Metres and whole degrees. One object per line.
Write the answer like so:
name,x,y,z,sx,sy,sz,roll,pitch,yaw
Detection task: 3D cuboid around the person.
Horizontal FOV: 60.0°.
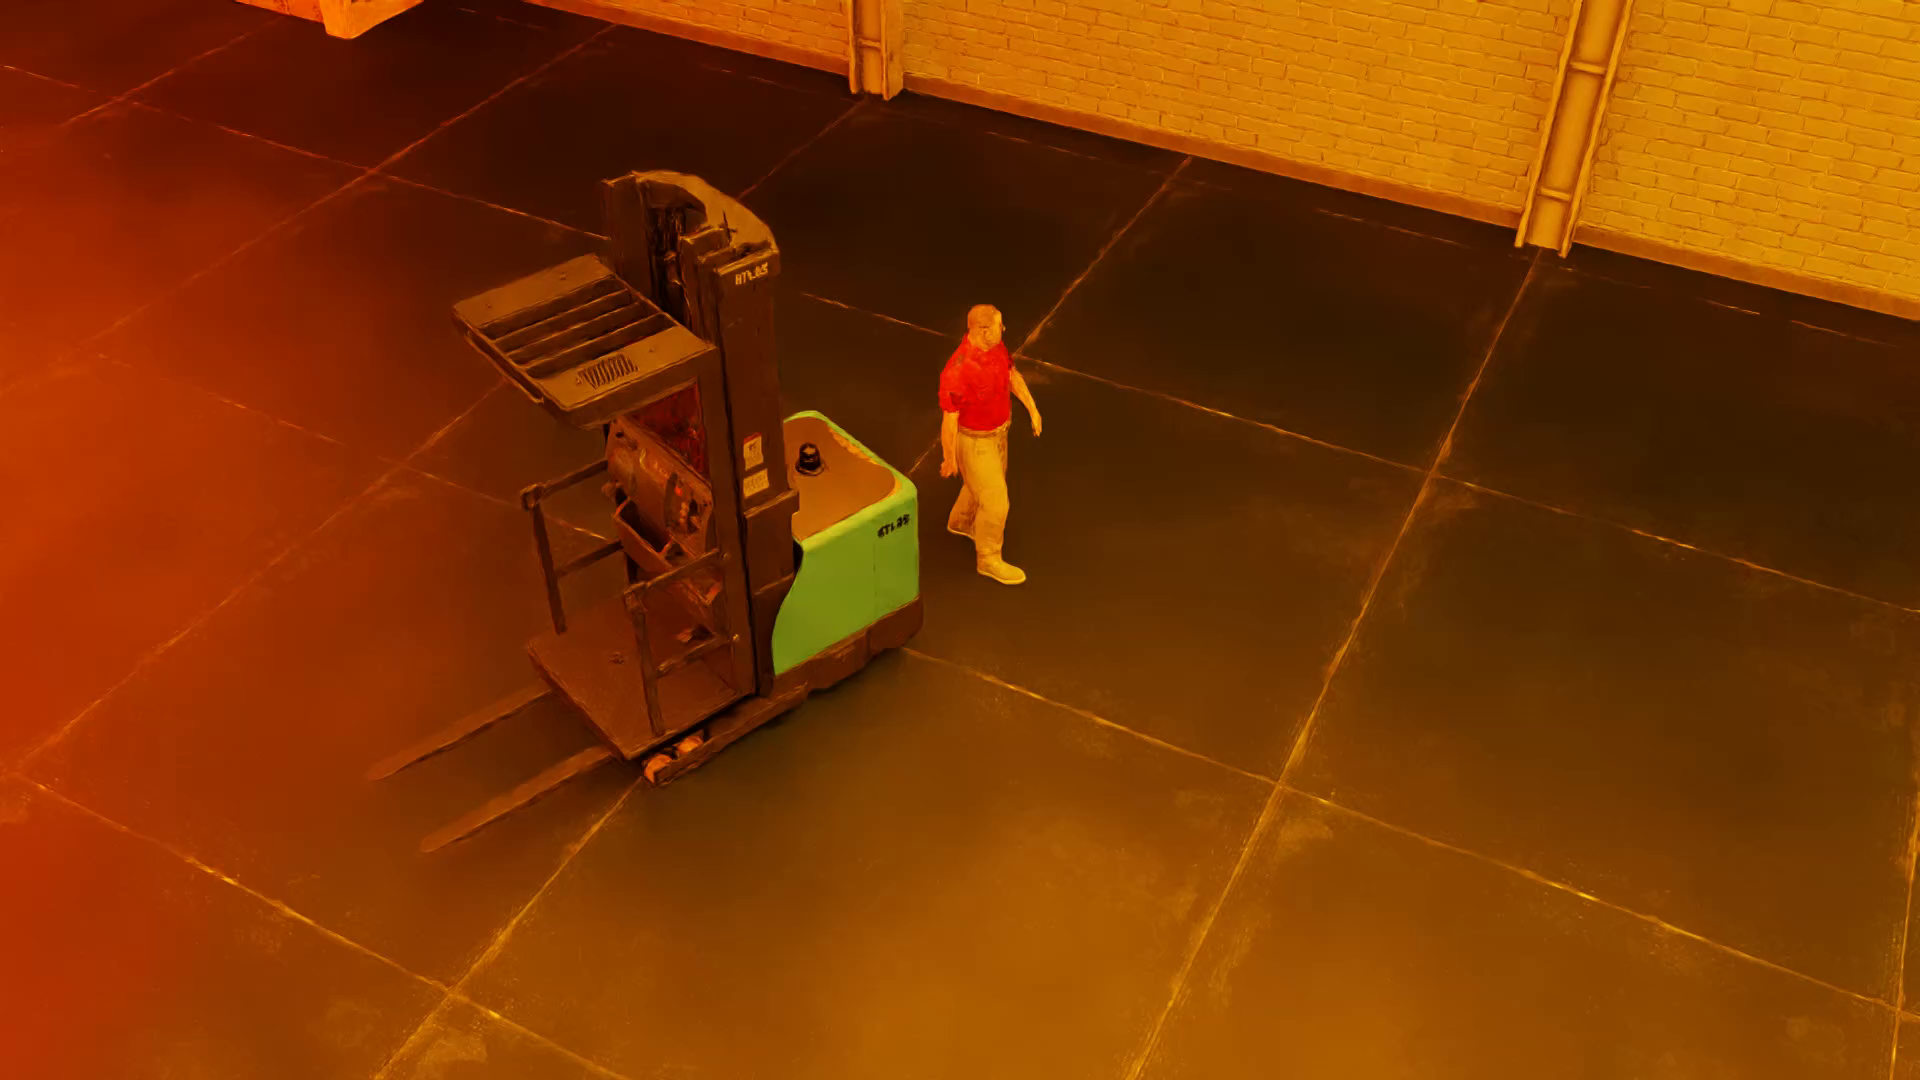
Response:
person,0.189,-0.592,9.652,0.649,1.696,0.670,16,43,18

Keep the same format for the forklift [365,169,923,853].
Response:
forklift,-1.668,-0.218,8.245,3.031,2.935,1.130,-28,48,-29
